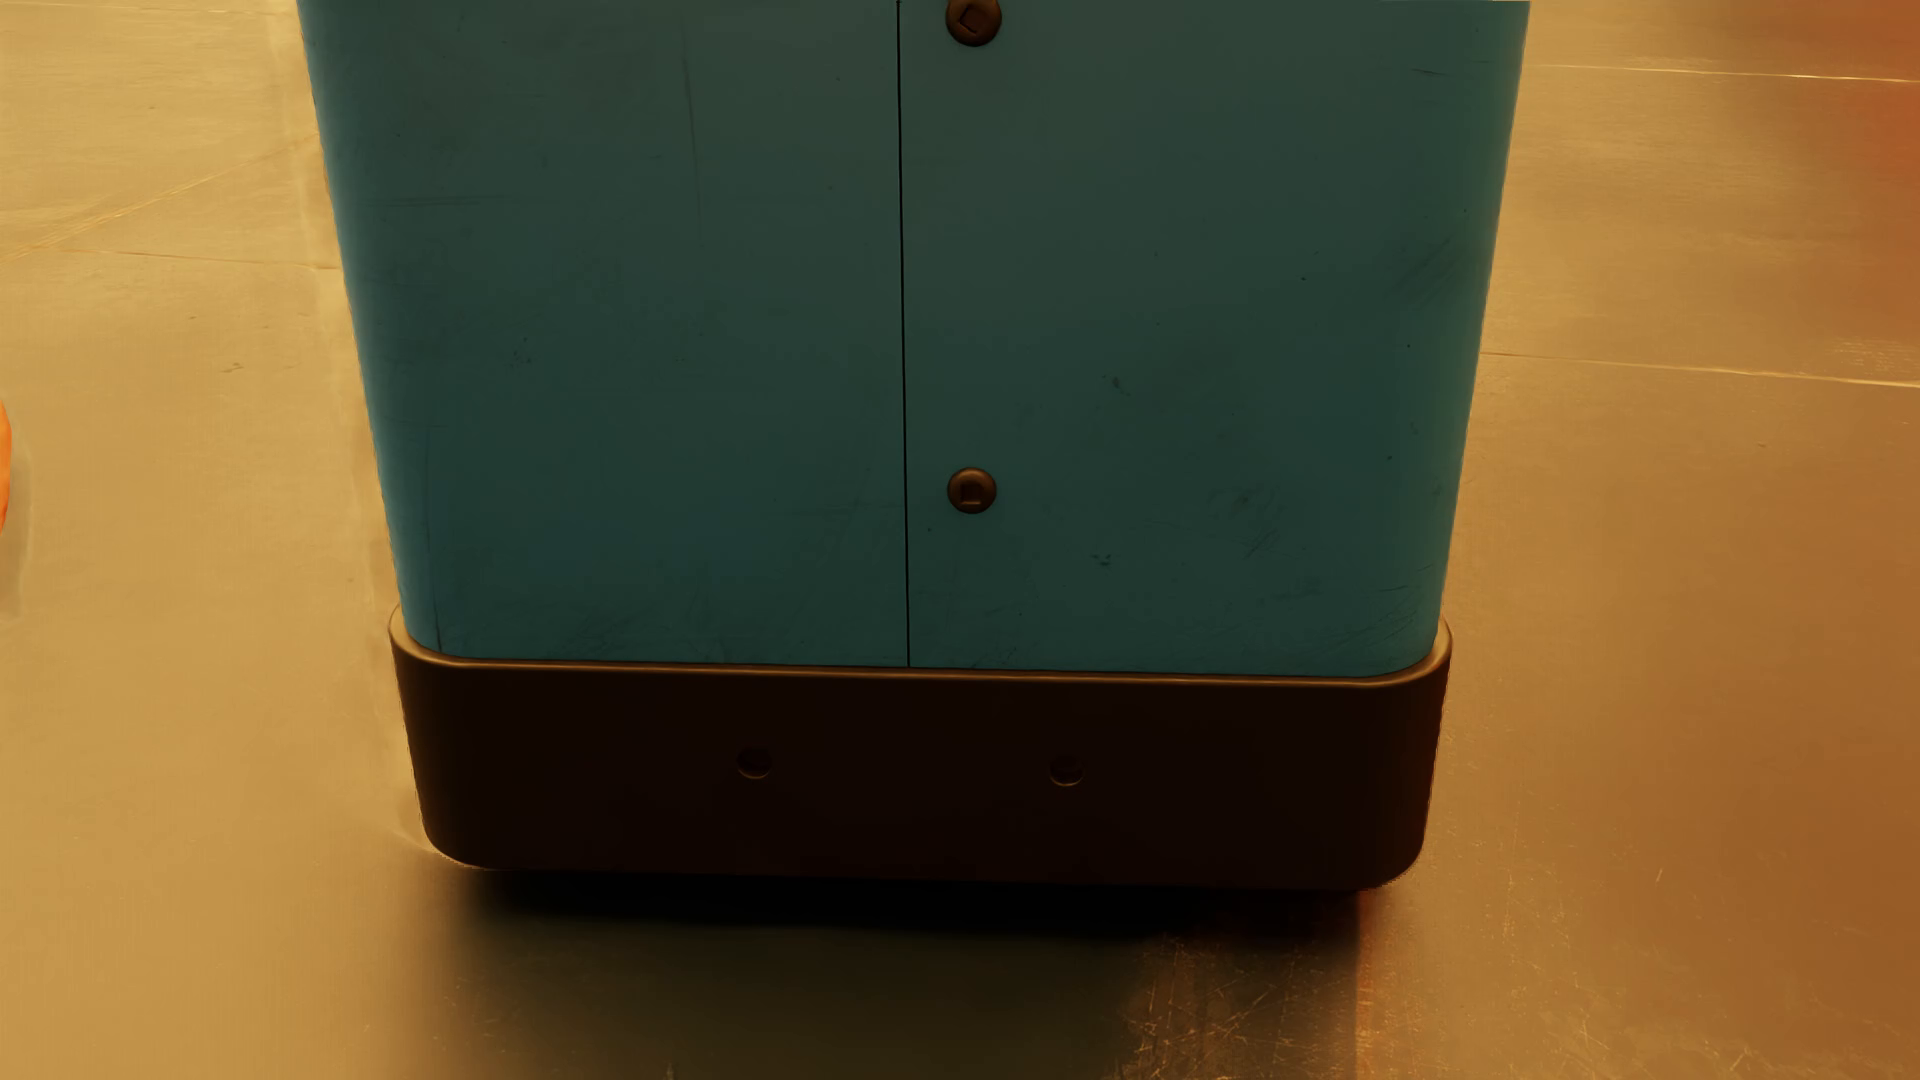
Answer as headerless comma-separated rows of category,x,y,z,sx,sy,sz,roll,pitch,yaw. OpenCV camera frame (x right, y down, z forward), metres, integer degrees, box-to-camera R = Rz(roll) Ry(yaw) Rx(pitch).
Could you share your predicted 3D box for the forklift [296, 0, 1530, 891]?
forklift,0.015,-1.585,2.387,1.130,2.935,3.031,1,27,2
